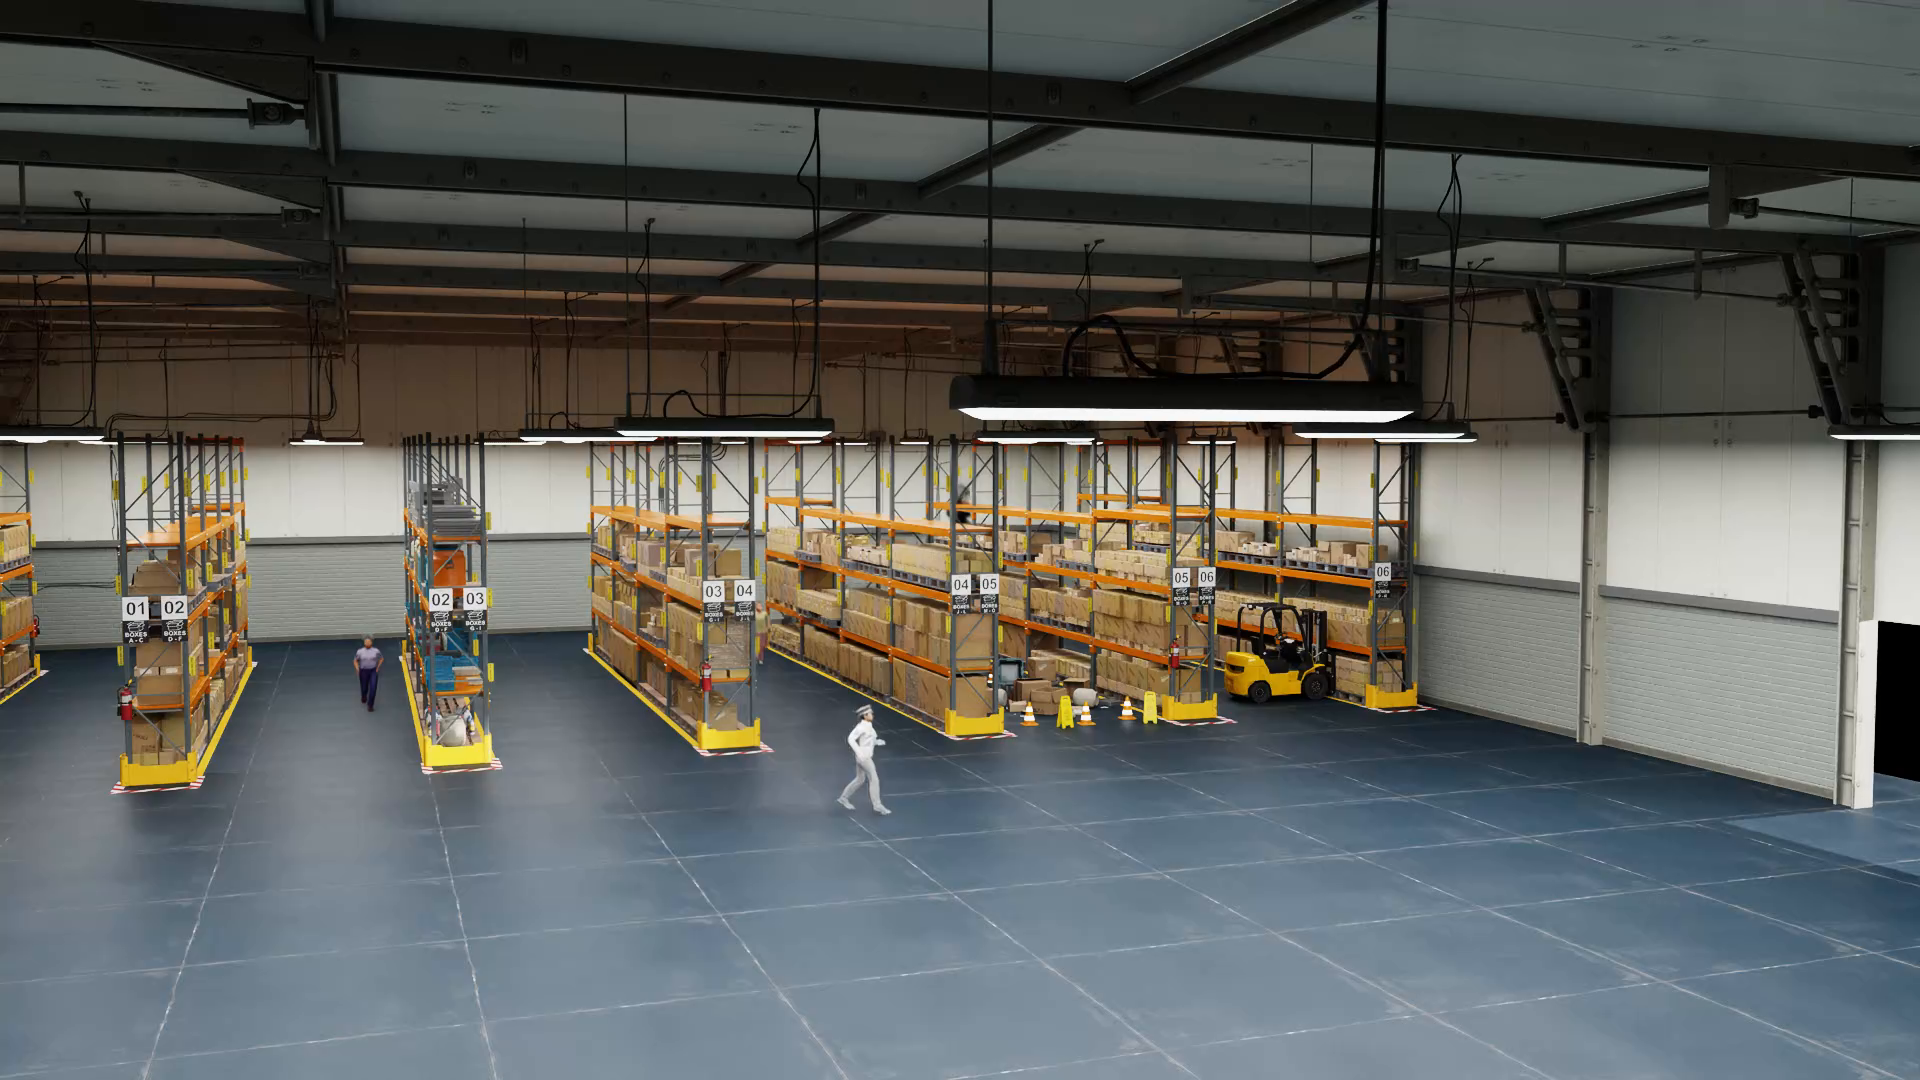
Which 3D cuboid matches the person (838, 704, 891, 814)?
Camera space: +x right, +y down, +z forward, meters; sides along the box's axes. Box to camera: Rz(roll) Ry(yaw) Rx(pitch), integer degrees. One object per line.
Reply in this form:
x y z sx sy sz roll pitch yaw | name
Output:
-1.487 3.415 25.985 0.834 1.708 0.614 0 3 2 | person

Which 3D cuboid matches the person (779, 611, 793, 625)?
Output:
-5.154 2.203 49.883 0.905 1.483 0.651 1 3 18 | person

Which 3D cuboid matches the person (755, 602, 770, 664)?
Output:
-5.322 2.465 44.221 0.577 1.642 0.580 -1 3 -17 | person

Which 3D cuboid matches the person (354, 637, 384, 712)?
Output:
-12.914 2.923 36.336 0.615 1.609 0.587 -1 3 -22 | person
